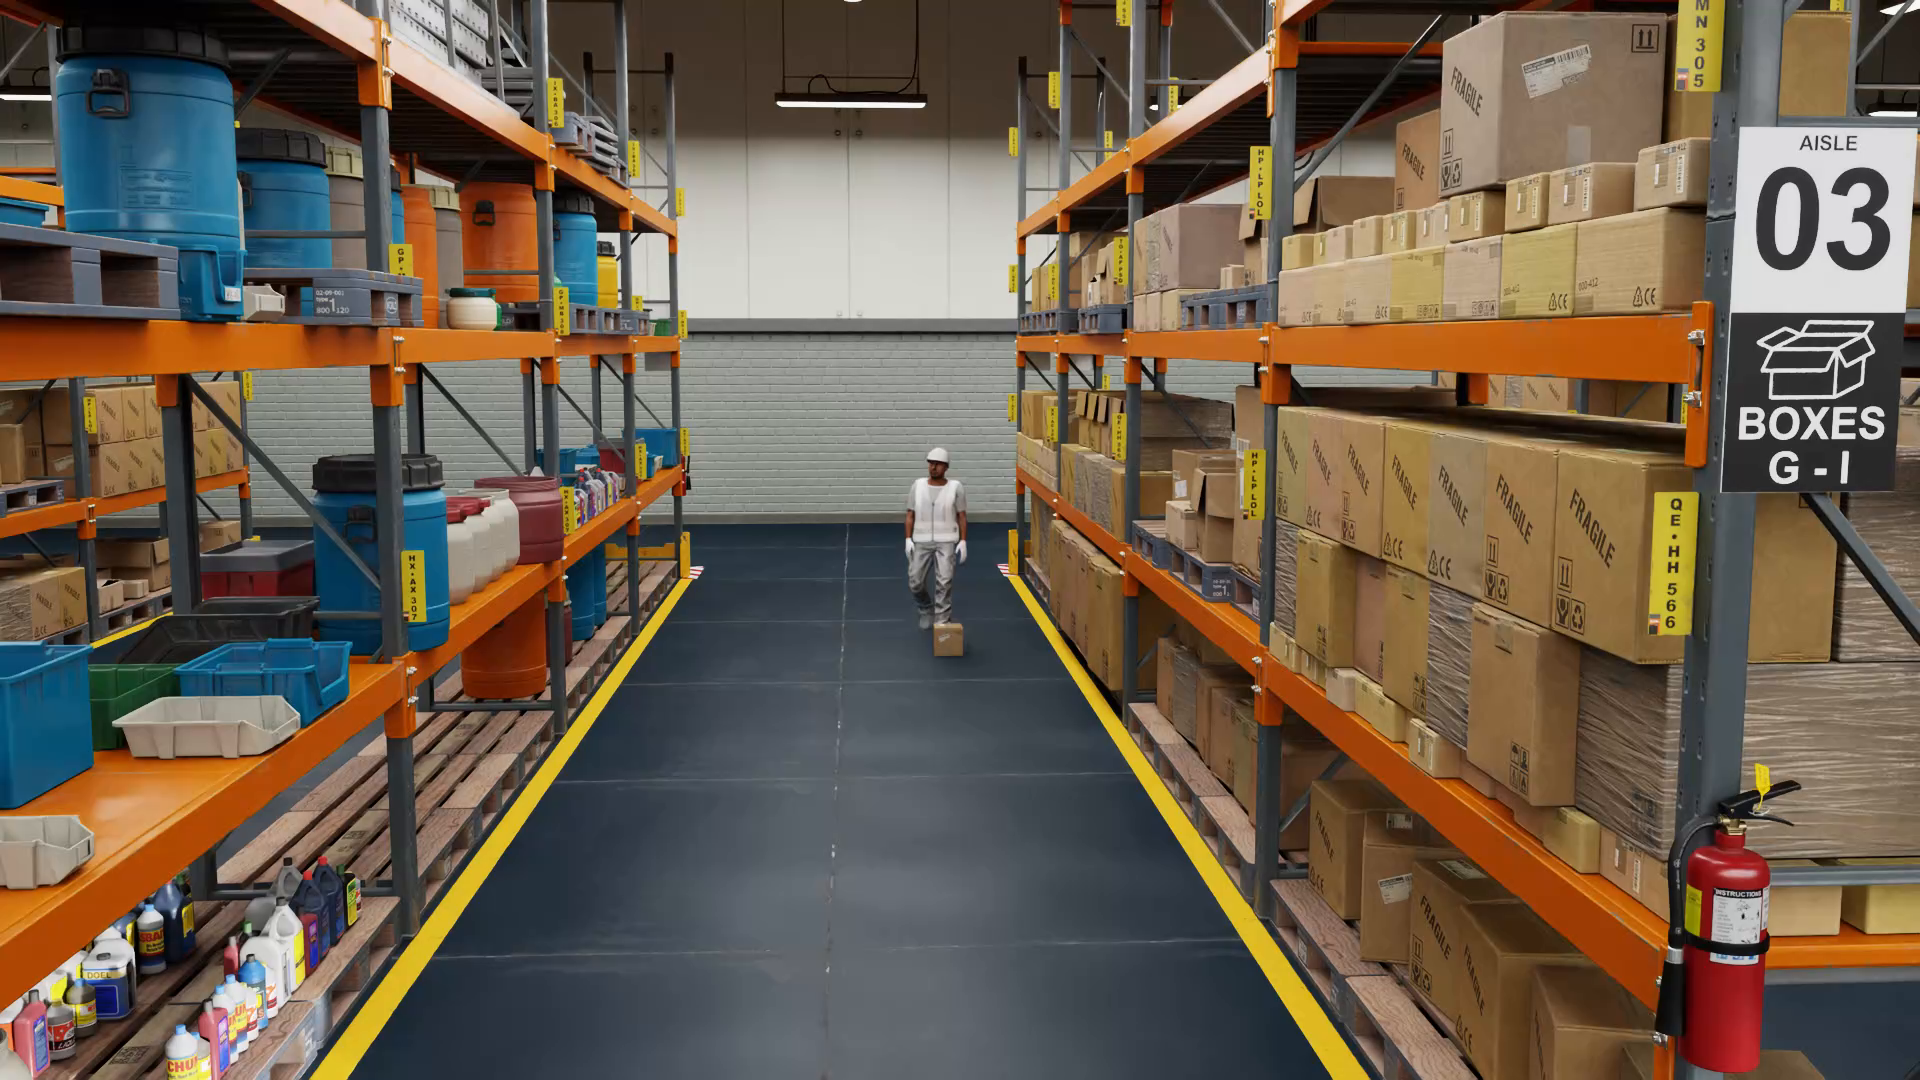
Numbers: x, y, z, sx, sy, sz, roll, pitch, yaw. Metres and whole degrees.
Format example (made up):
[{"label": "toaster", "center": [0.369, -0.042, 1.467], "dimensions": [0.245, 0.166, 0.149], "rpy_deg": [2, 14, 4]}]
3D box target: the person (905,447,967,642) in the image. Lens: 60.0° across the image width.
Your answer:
[{"label": "person", "center": [-0.224, 0.042, 15.234], "dimensions": [0.591, 1.771, 0.740], "rpy_deg": [1, 7, 9]}]
